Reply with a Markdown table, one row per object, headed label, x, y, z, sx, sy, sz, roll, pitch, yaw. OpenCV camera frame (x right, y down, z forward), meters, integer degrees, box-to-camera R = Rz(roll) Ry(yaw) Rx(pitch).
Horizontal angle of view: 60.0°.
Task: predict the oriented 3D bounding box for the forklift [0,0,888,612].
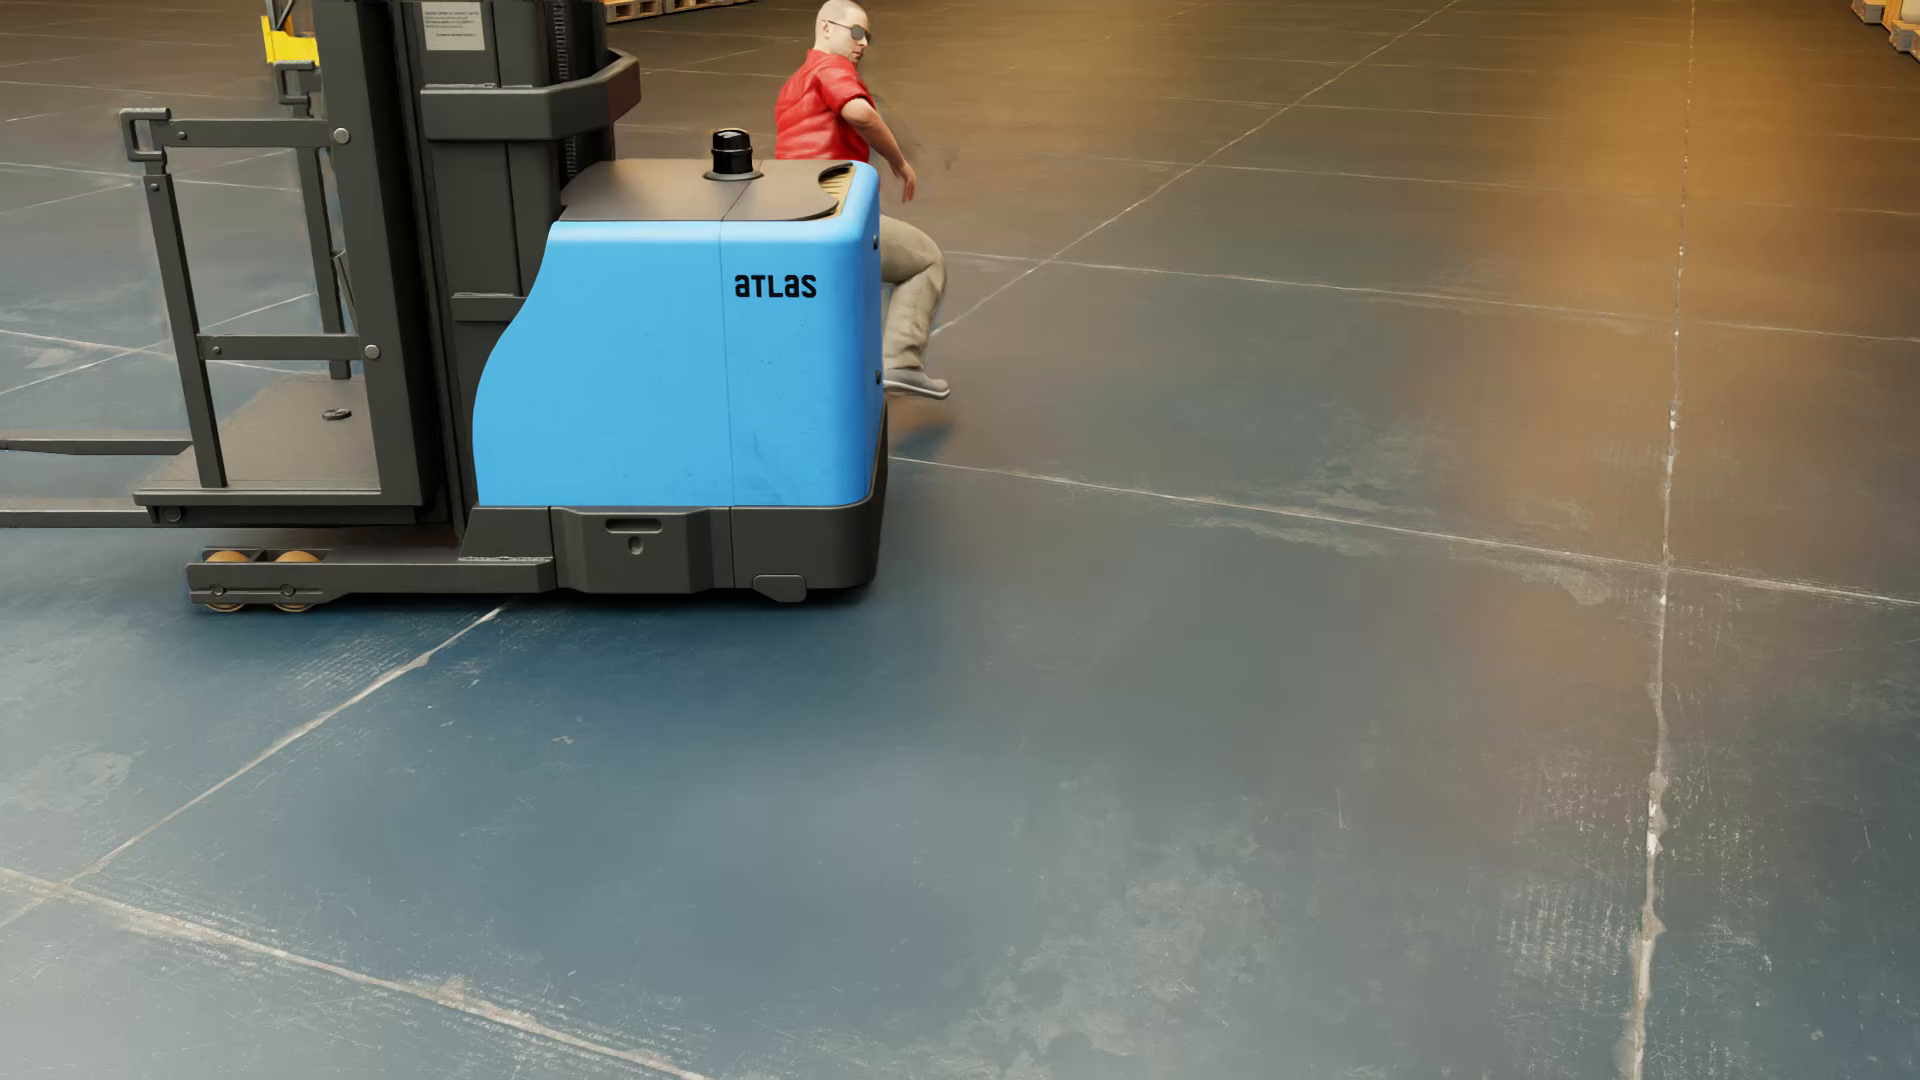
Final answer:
| label | x | y | z | sx | sy | sz | roll | pitch | yaw |
| --- | --- | --- | --- | --- | --- | --- | --- | --- | --- |
| forklift | -1.753 | -1.356 | 4.536 | 3.031 | 2.935 | 1.130 | 0 | 23 | 0 |

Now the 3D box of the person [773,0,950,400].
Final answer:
| label | x | y | z | sx | sy | sz | roll | pitch | yaw |
| --- | --- | --- | --- | --- | --- | --- | --- | --- | --- |
| person | -0.425 | -1.205 | 6.167 | 0.773 | 1.523 | 0.909 | -19 | 29 | -38 |
